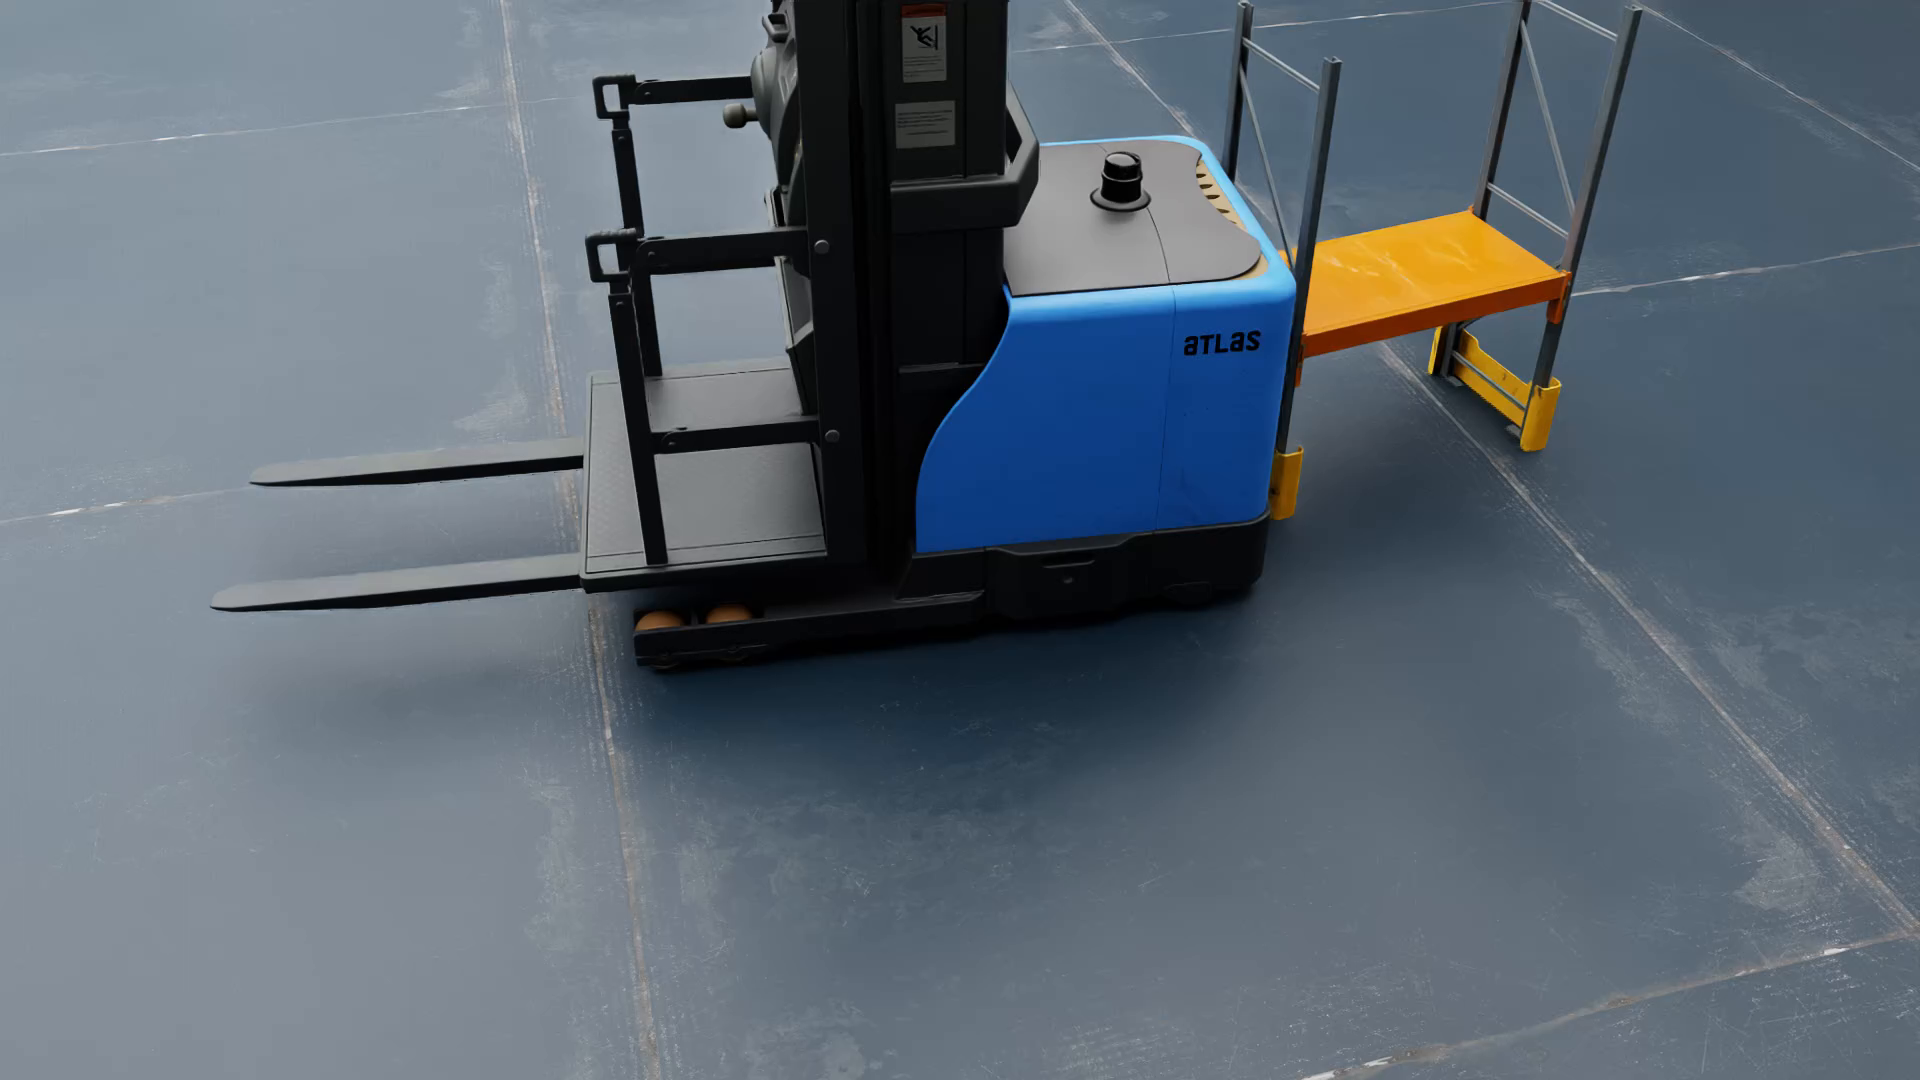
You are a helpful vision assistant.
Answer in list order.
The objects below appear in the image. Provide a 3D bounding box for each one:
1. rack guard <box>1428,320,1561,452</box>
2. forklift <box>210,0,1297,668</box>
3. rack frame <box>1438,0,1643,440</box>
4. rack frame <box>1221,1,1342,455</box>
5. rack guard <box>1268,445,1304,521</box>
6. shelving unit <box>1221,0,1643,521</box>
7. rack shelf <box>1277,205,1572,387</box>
[{"bbox_3d":[1.849,-0.568,5.786,0.087,0.250,0.587,-14,40,-18],"label":"rack guard"},{"bbox_3d":[-0.649,-1.143,4.331,3.031,2.935,1.130,-5,38,-7],"label":"forklift"},{"bbox_3d":[1.850,-1.064,5.407,0.032,1.500,0.500,-14,40,-18],"label":"rack frame"},{"bbox_3d":[0.913,-0.824,5.093,0.032,1.500,0.500,-14,40,-18],"label":"rack frame"},{"bbox_3d":[0.931,-0.332,5.478,0.087,0.250,0.587,-14,40,-18],"label":"rack guard"},{"bbox_3d":[1.390,-0.946,5.253,1.083,1.500,0.587,-14,40,-18],"label":"shelving unit"},{"bbox_3d":[1.382,-0.801,5.359,1.000,0.185,0.538,-14,40,-18],"label":"rack shelf"}]
